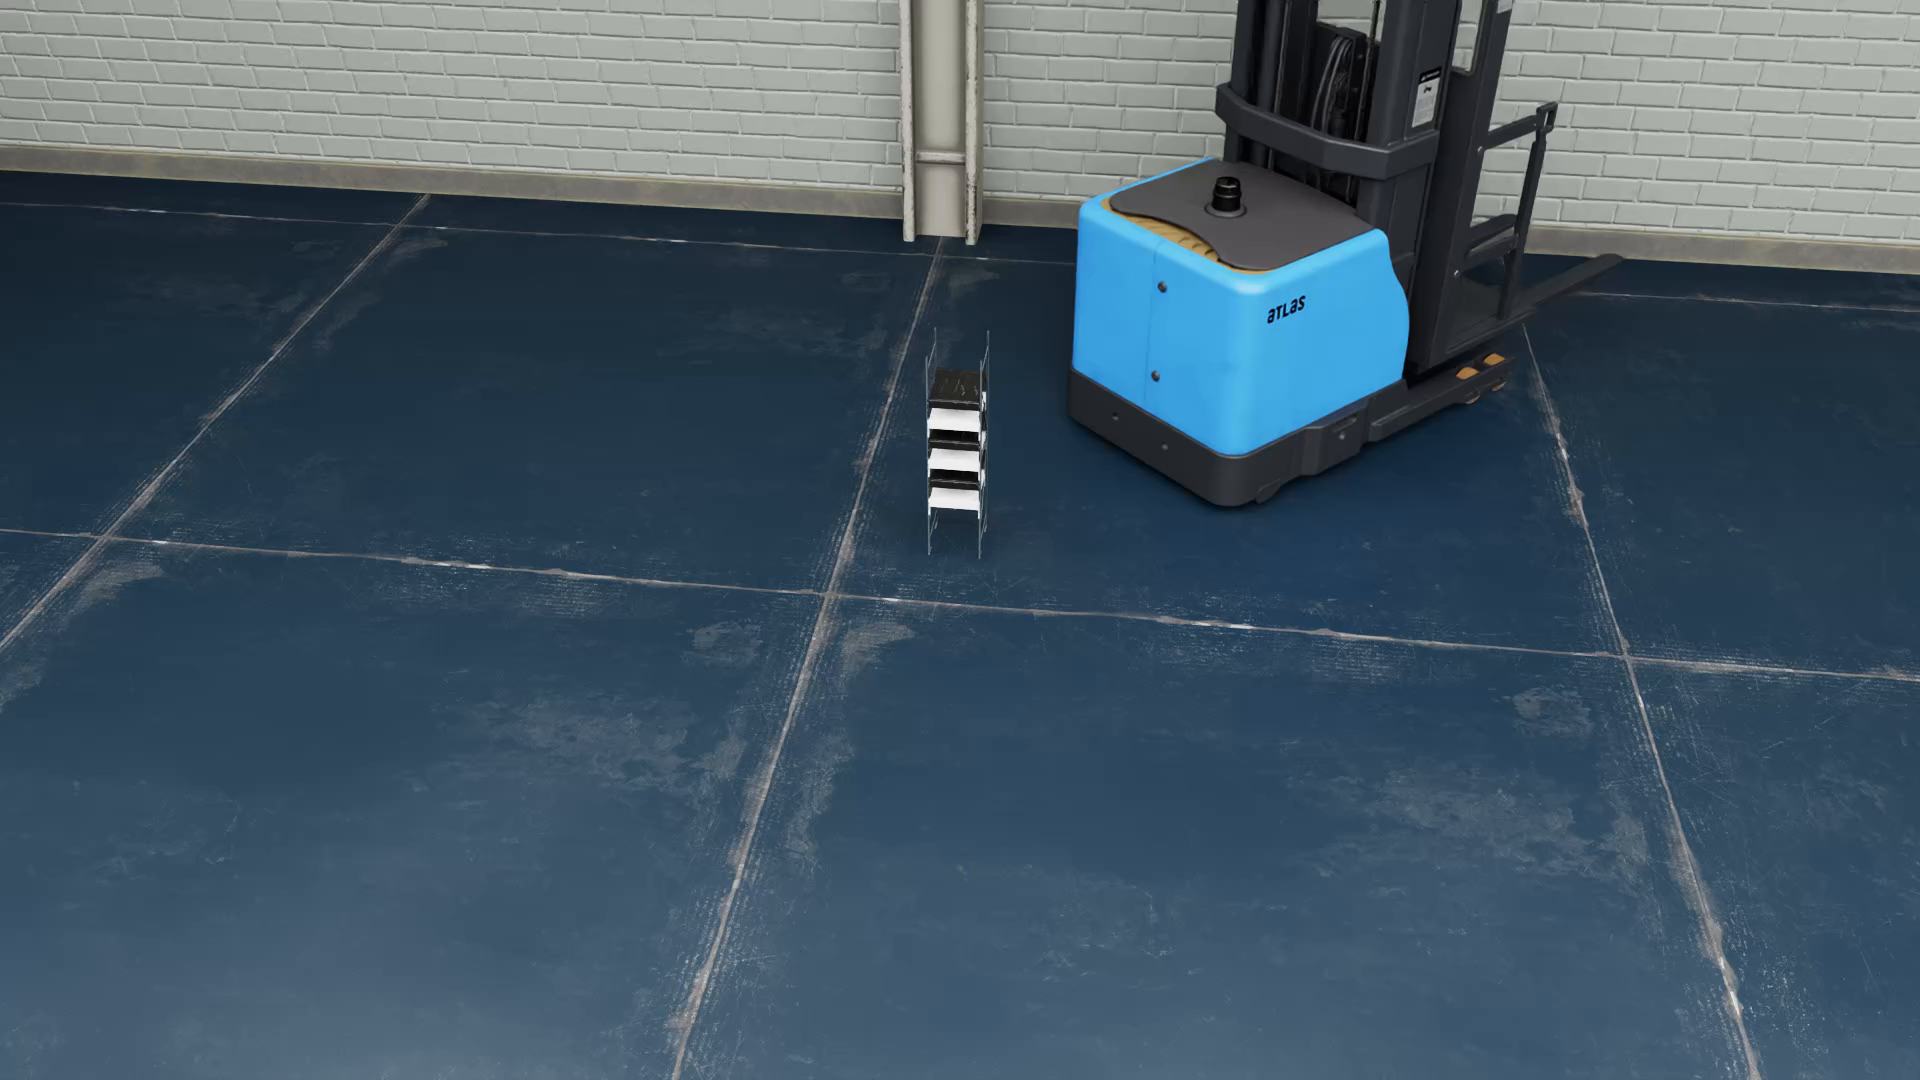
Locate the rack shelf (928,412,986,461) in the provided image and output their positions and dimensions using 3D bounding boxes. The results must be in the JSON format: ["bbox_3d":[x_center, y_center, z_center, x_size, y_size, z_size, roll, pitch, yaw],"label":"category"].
[{"bbox_3d":[-0.008,-0.413,6.457,0.200,0.077,0.258,4,36,6],"label":"rack shelf"}]

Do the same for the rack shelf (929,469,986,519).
[{"bbox_3d":[-0.008,-0.193,6.613,0.200,0.077,0.258,4,36,6],"label":"rack shelf"}]

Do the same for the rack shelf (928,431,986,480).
[{"bbox_3d":[-0.008,-0.340,6.509,0.200,0.077,0.258,4,36,6],"label":"rack shelf"}]

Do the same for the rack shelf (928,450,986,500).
[{"bbox_3d":[-0.008,-0.267,6.561,0.200,0.077,0.258,4,36,6],"label":"rack shelf"}]

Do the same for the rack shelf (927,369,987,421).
[{"bbox_3d":[-0.008,-0.560,6.352,0.200,0.077,0.258,4,36,6],"label":"rack shelf"}]

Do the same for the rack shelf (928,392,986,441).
[{"bbox_3d":[-0.008,-0.486,6.404,0.200,0.077,0.258,4,36,6],"label":"rack shelf"}]

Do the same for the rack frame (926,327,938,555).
[{"bbox_3d":[-0.109,-0.374,6.500,0.006,0.900,0.240,4,36,6],"label":"rack frame"}]

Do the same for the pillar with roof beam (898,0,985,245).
[{"bbox_3d":[-0.639,-2.880,3.039,0.400,9.000,9.100,4,36,6],"label":"pillar with roof beam"}]

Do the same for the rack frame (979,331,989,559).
[{"bbox_3d":[0.093,-0.359,6.479,0.006,0.900,0.240,4,36,6],"label":"rack frame"}]

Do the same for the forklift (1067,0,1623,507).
[{"bbox_3d":[1.944,-2.033,7.075,3.031,2.935,1.130,-25,42,-31],"label":"forklift"}]

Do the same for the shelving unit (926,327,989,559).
[{"bbox_3d":[-0.008,-0.367,6.489,0.210,0.900,0.258,4,36,6],"label":"shelving unit"}]
